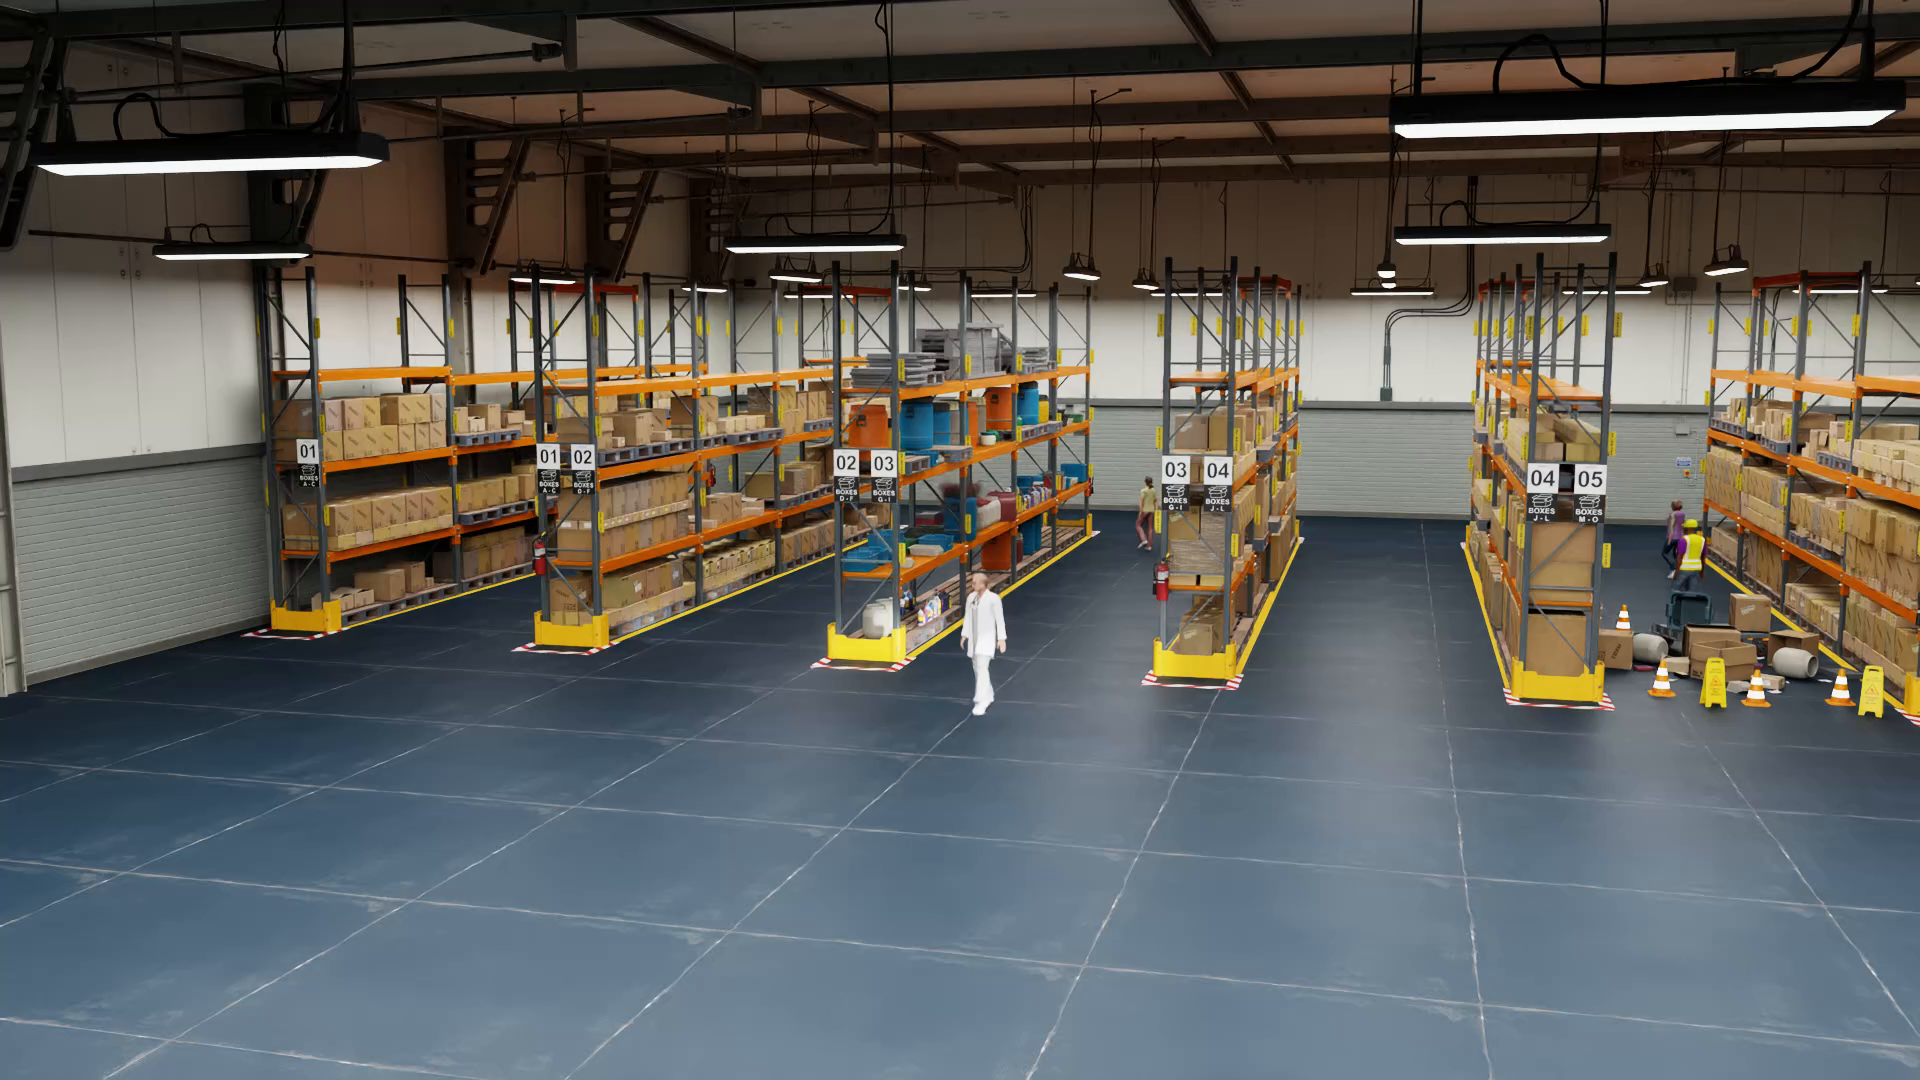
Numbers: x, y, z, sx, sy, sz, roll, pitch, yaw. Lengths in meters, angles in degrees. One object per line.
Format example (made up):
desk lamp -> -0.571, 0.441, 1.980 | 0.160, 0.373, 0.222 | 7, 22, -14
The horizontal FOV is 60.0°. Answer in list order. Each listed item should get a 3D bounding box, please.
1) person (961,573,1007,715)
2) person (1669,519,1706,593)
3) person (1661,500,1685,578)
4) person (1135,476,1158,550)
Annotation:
person -> 0.231, 1.439, 22.010 | 0.714, 1.595, 0.671 | -7, 10, -43
person -> 12.457, 0.531, 28.455 | 0.607, 1.782, 0.406 | -1, 7, -11
person -> 14.358, -0.010, 33.316 | 0.461, 1.598, 0.415 | -4, 8, -27
person -> 4.255, -0.603, 37.685 | 0.496, 1.670, 0.465 | -3, 8, -21
